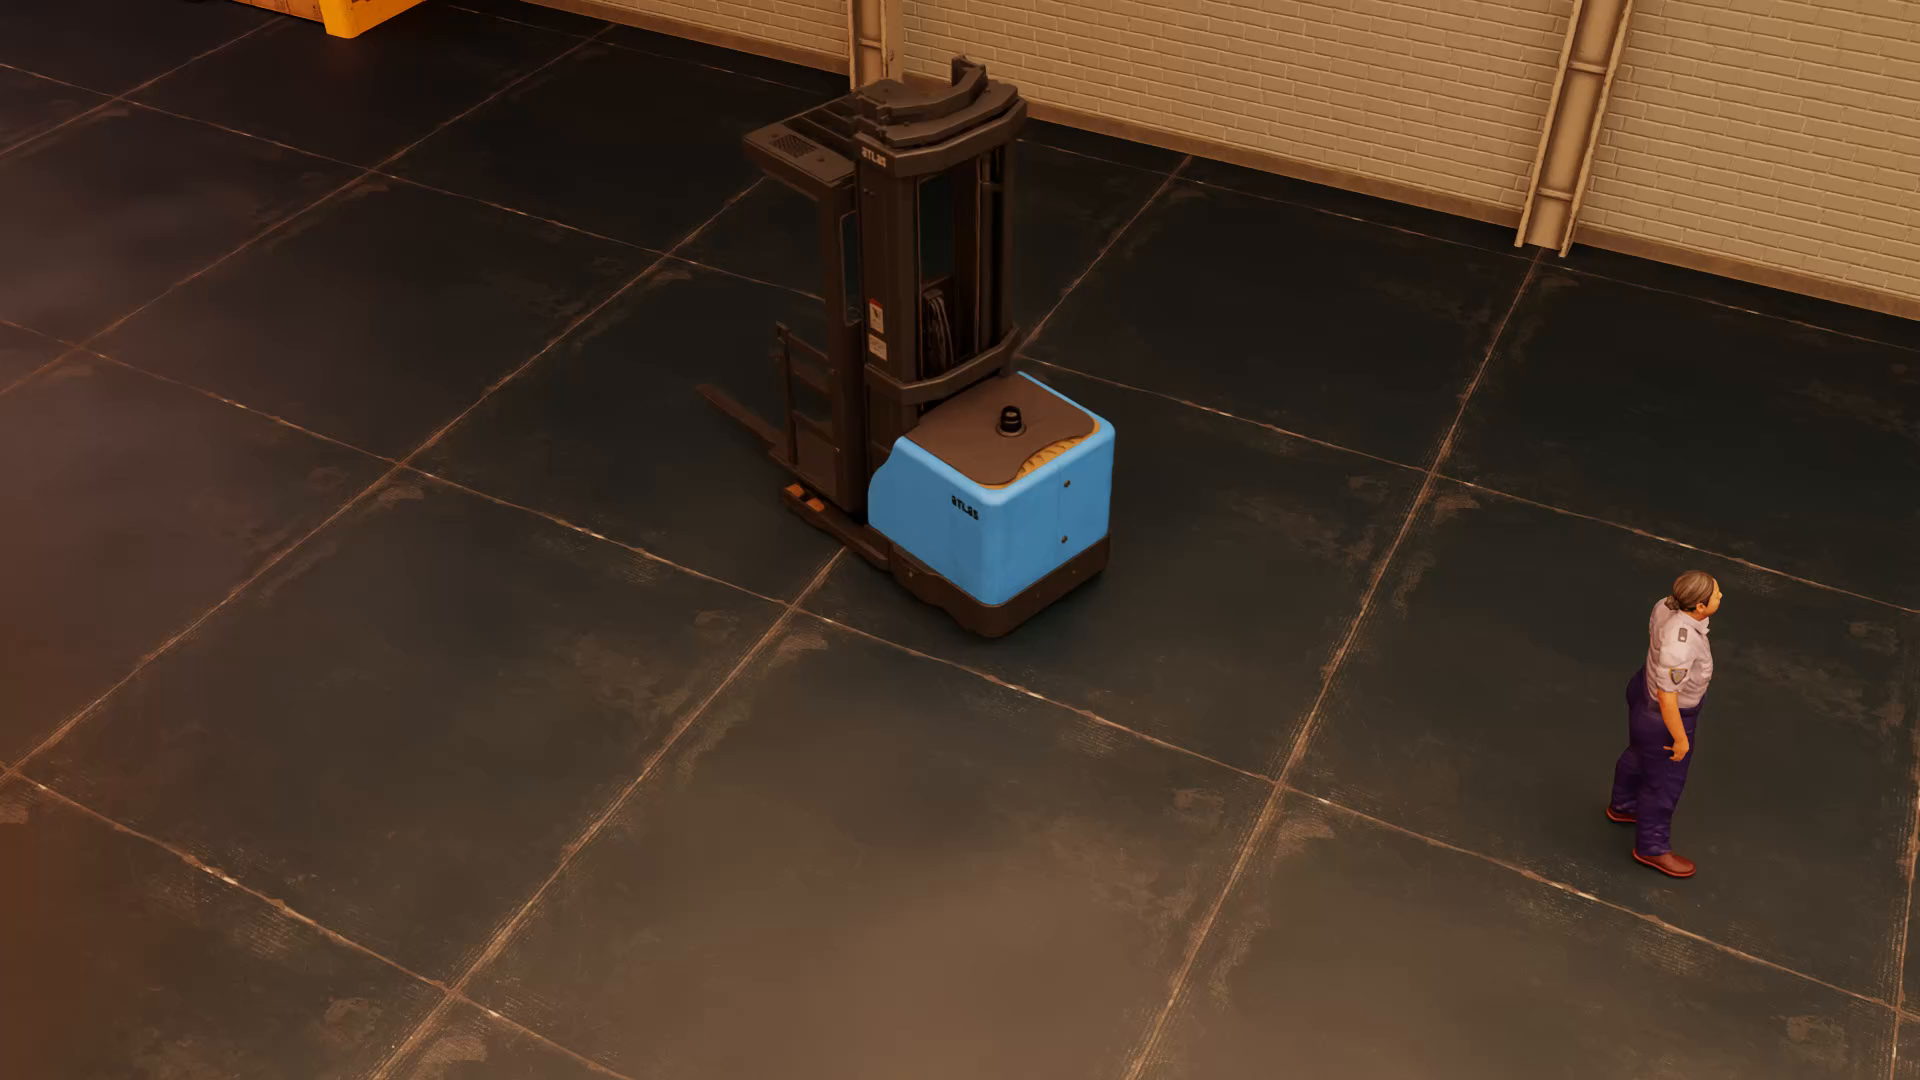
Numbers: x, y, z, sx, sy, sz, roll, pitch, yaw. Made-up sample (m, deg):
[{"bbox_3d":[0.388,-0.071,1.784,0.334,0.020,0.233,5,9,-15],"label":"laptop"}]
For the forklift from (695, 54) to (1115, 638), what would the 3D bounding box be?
[{"bbox_3d":[-0.488,-1.418,9.671,1.130,2.935,3.031,-32,49,-32],"label":"forklift"}]

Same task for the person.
[{"bbox_3d":[3.467,0.839,7.977,0.502,1.651,0.598,8,41,9],"label":"person"}]
